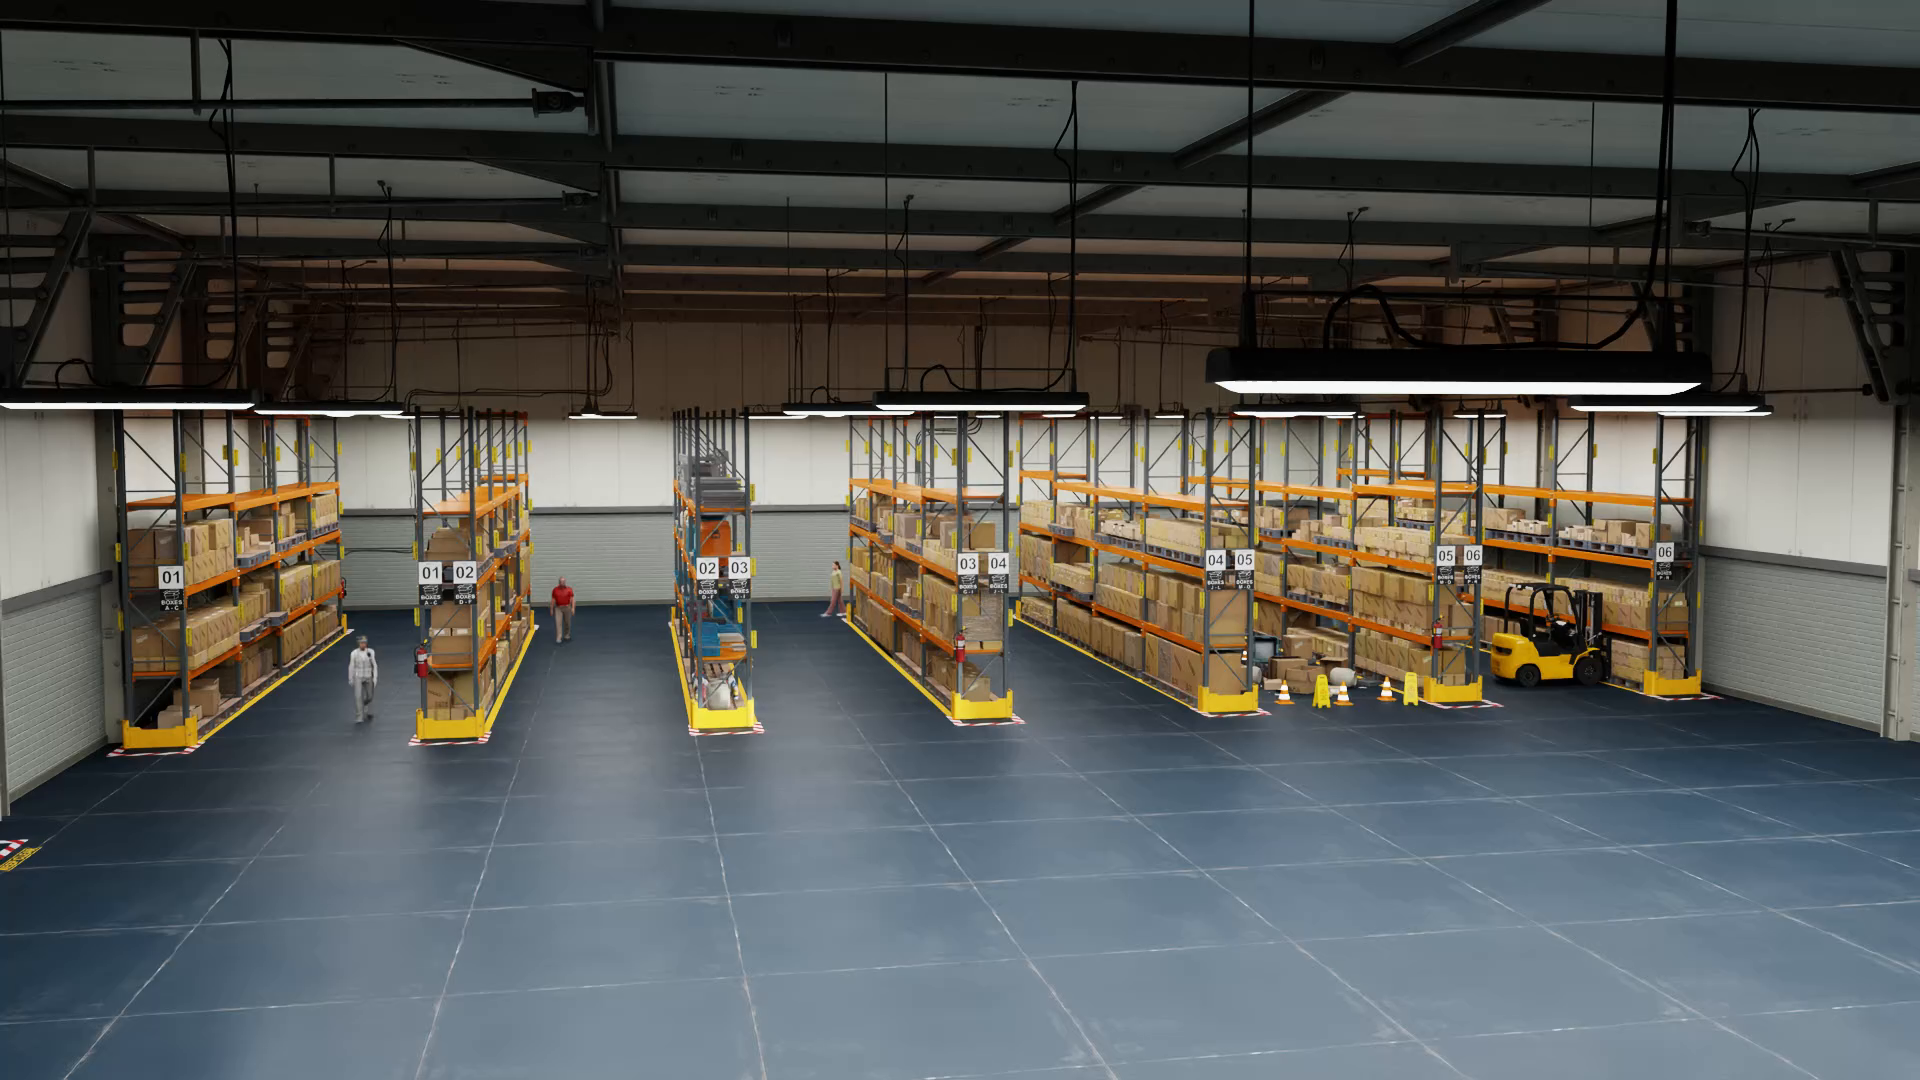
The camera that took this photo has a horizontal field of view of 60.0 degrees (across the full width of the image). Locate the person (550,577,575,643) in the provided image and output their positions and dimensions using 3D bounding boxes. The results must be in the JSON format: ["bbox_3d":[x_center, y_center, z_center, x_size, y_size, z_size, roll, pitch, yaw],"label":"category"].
[{"bbox_3d":[-10.325,1.803,43.181,0.635,1.655,1.084,-1,4,-10],"label":"person"}]

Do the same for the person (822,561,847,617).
[{"bbox_3d":[-3.693,1.427,48.674,0.822,1.643,0.470,-2,5,-27],"label":"person"}]

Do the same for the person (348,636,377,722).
[{"bbox_3d":[-11.462,2.631,31.910,0.516,1.633,0.928,-2,5,-29],"label":"person"}]

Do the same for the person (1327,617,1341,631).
[{"bbox_3d":[10.247,1.616,45.443,0.612,1.774,0.398,-4,5,-42],"label":"person"}]

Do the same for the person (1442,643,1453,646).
[{"bbox_3d":[11.299,2.136,38.393,0.610,1.724,0.749,-2,4,-25],"label":"person"}]
